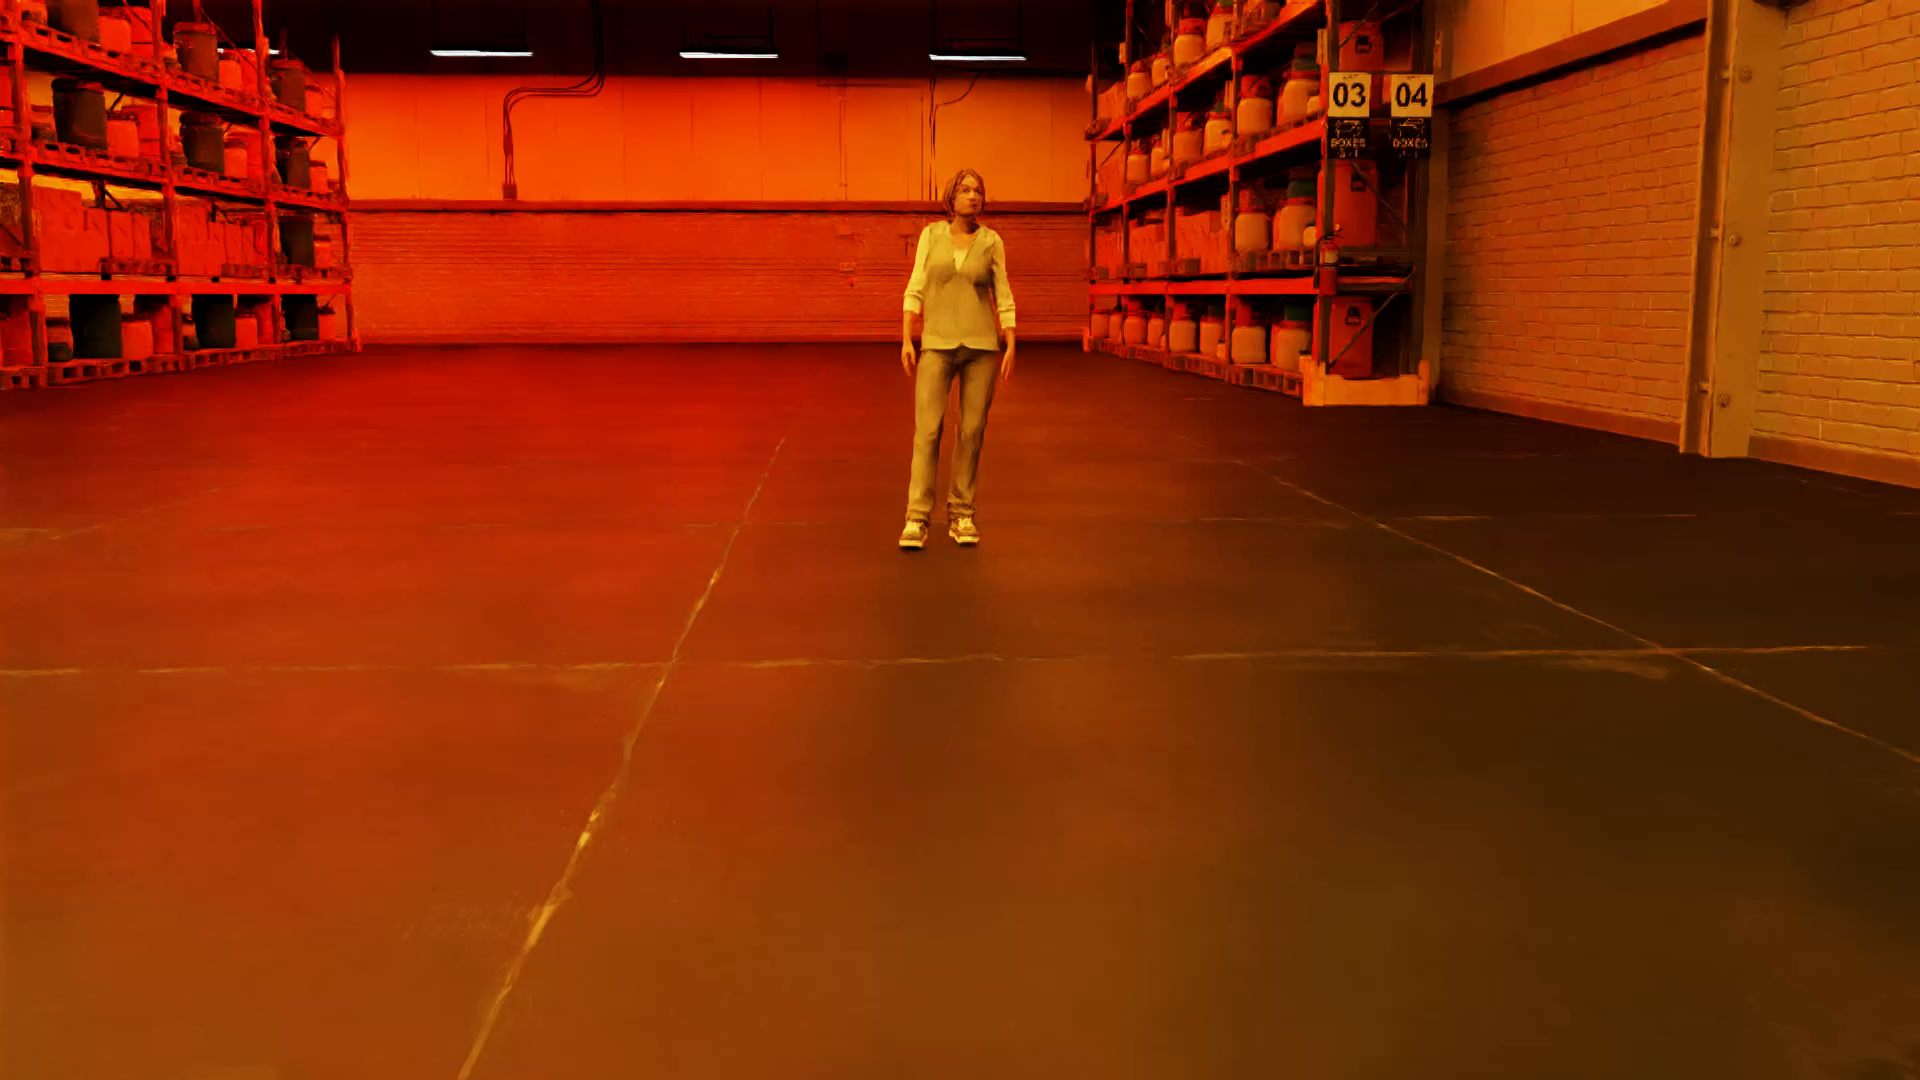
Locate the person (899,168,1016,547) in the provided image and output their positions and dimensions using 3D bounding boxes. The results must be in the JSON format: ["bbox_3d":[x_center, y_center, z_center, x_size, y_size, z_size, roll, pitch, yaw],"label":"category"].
[{"bbox_3d":[-0.009,-0.738,7.125,0.521,1.501,0.474,-1,8,-4],"label":"person"}]
